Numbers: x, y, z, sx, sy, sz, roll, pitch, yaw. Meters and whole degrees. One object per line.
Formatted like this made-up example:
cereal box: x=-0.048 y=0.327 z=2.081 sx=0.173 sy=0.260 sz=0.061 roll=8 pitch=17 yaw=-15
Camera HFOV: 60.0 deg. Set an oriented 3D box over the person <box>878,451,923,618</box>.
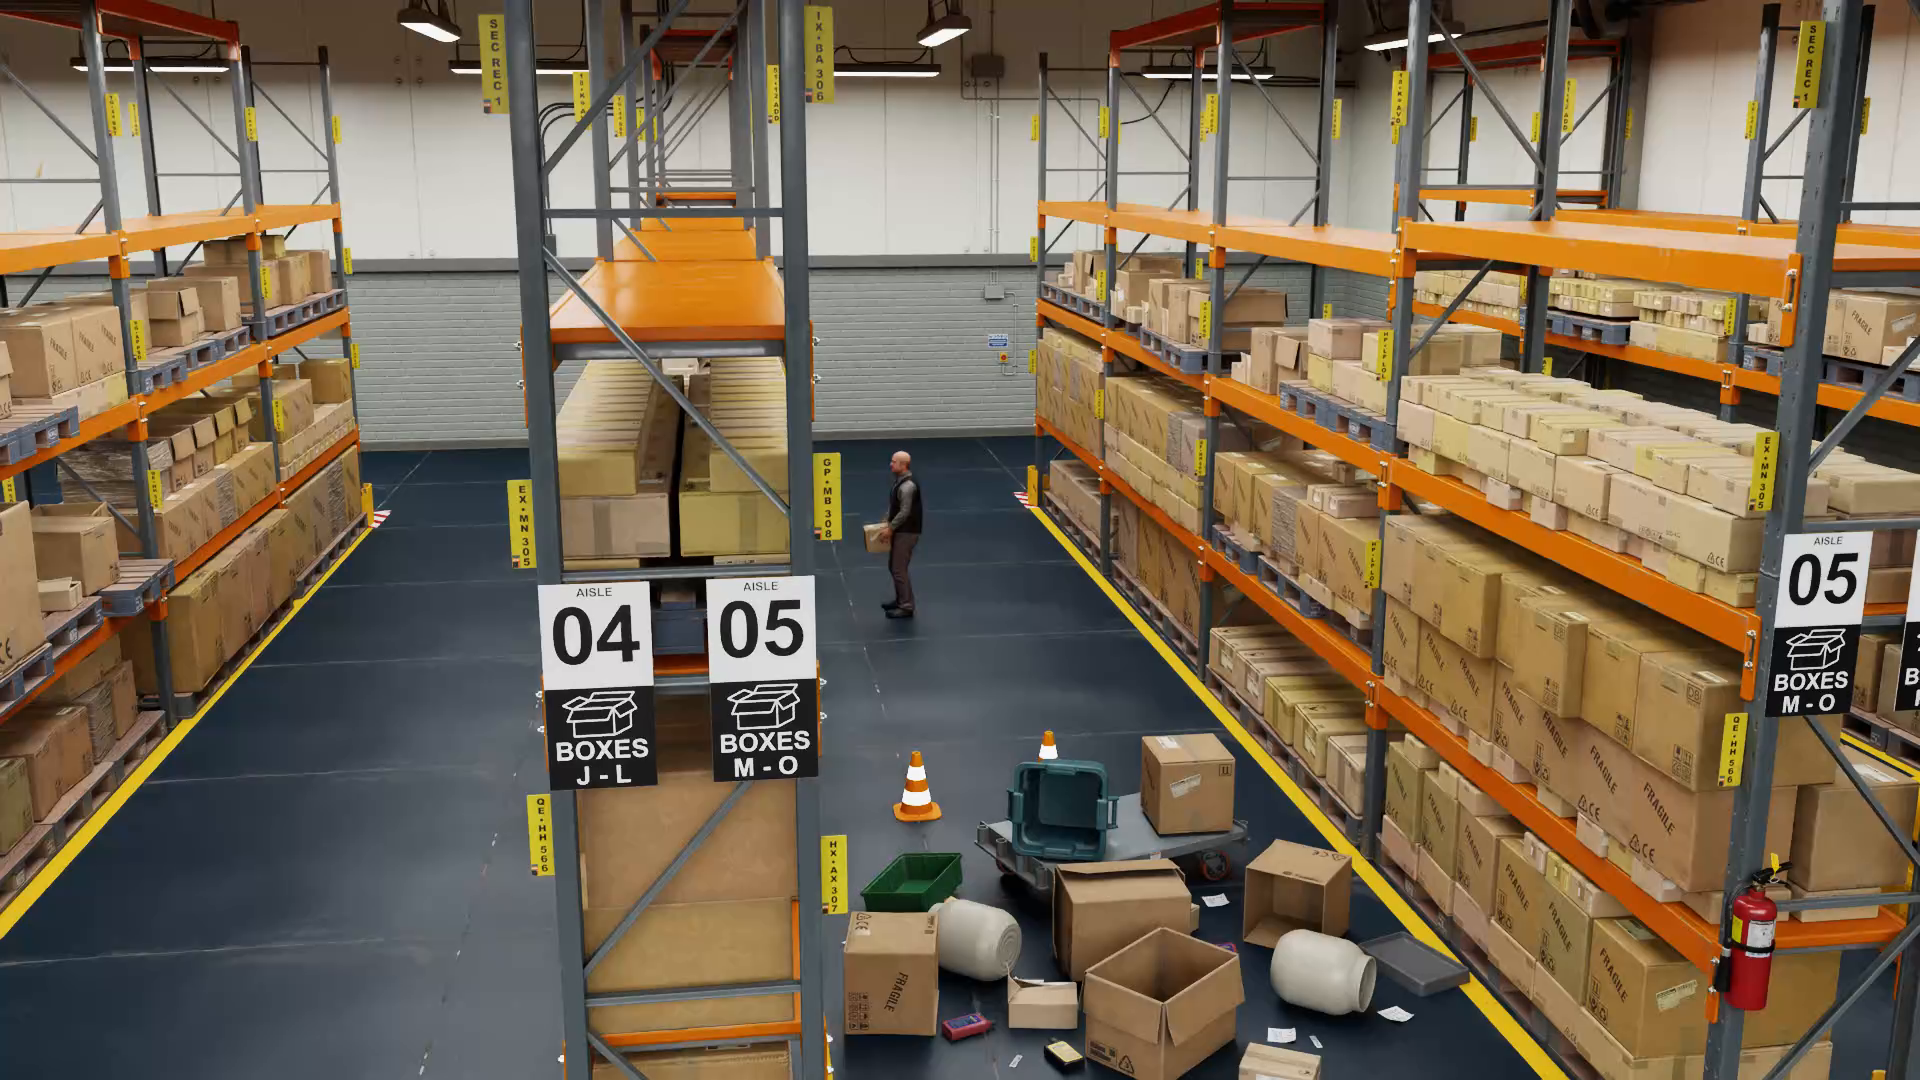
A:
person: x=-0.630 y=-0.071 z=17.330 sx=0.482 sy=1.728 sz=0.544 roll=-2 pitch=13 yaw=-9
